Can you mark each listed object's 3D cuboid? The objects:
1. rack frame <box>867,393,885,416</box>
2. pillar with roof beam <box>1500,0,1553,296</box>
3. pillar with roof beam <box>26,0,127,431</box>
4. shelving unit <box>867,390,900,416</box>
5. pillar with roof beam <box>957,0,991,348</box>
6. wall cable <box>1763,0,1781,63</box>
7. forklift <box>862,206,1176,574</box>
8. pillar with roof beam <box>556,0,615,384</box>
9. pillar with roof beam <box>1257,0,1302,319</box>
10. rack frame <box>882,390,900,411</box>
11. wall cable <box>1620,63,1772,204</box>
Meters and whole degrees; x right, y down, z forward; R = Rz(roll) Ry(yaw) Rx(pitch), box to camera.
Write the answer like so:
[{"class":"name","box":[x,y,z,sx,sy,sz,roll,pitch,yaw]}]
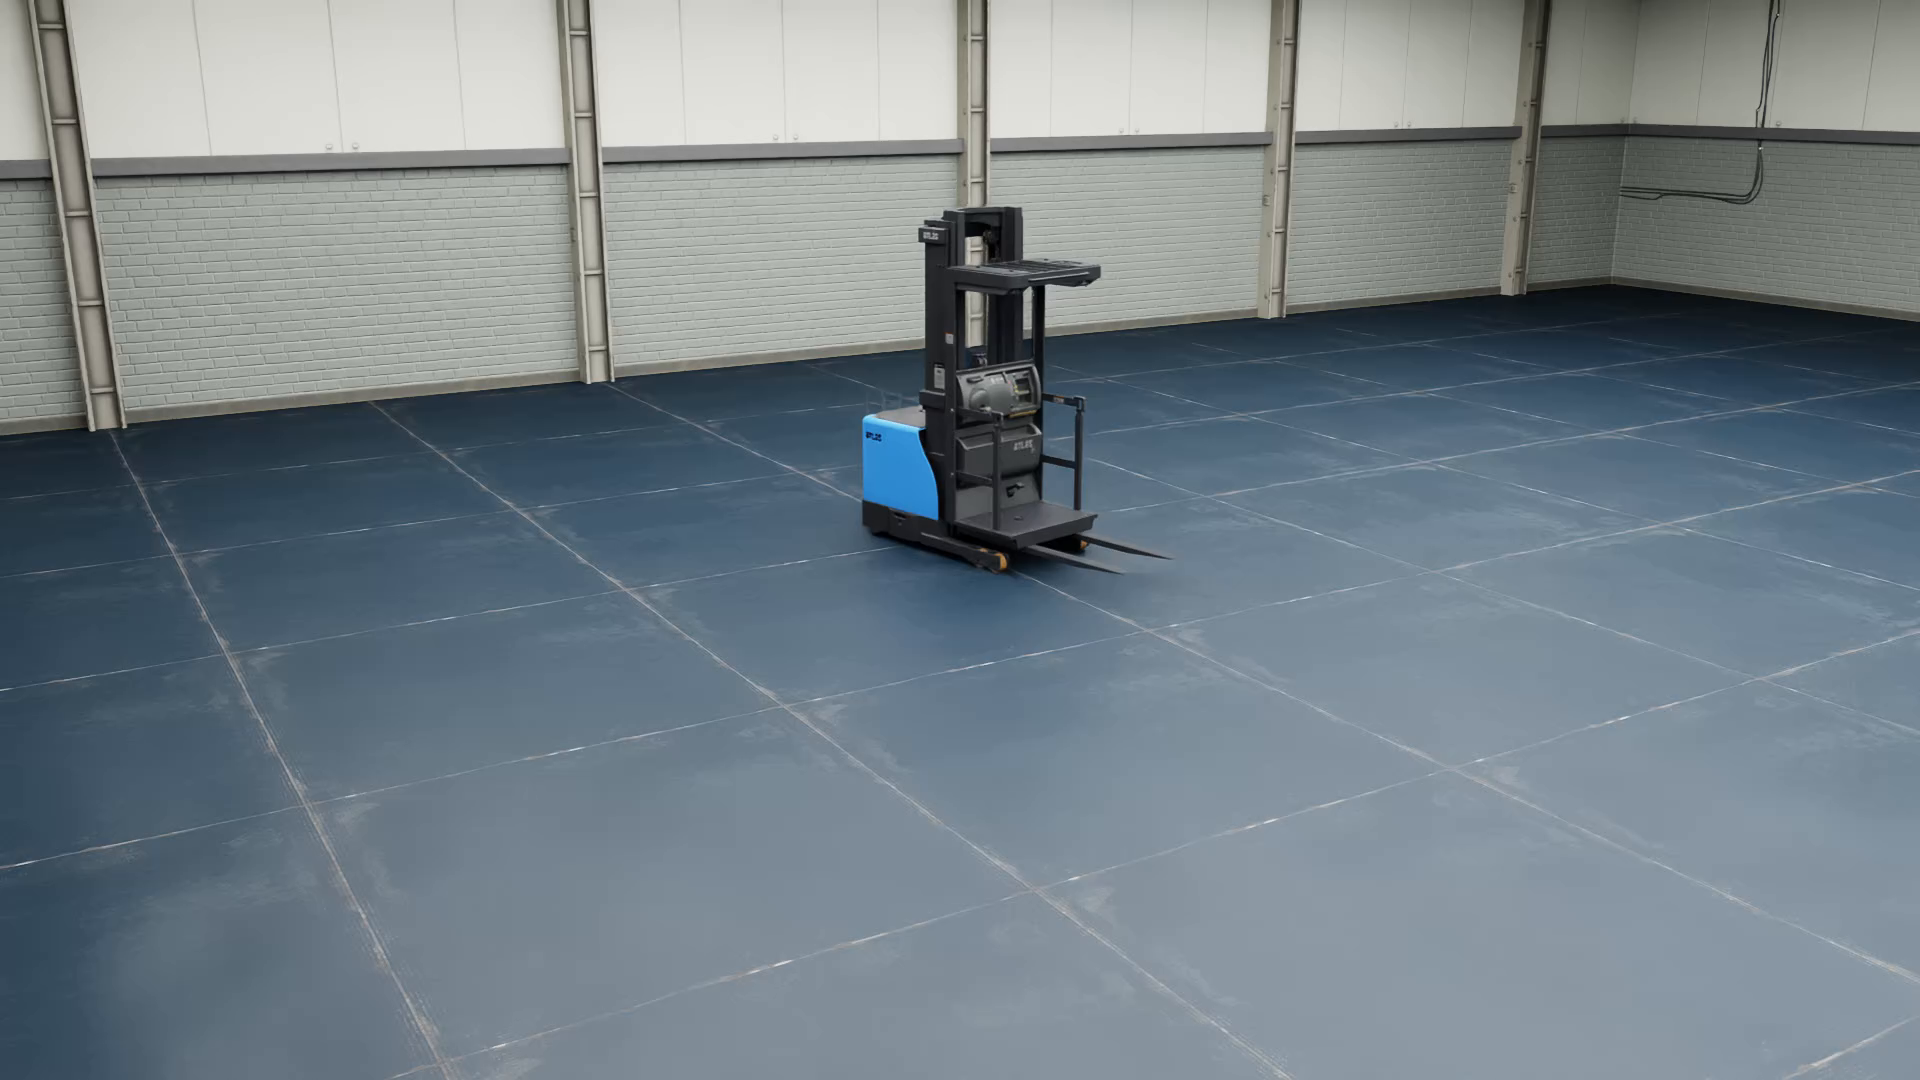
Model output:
[{"class":"rack frame","box":[-0.768,-0.754,15.376,0.006,1.200,0.240,-15,22,-43]},{"class":"pillar with roof beam","box":[12.707,-8.006,26.799,0.400,9.000,9.100,-9,18,-30]},{"class":"pillar with roof beam","box":[-7.865,-4.670,14.897,0.400,9.000,9.100,-9,18,-30]},{"class":"shelving unit","box":[-0.703,-0.771,15.438,0.189,1.200,0.258,-15,22,-43]},{"class":"pillar with roof beam","box":[2.421,-6.338,20.848,0.400,9.000,9.100,-9,18,-30]},{"class":"wall cable","box":[15.090,-9.416,28.226,0.112,2.526,3.097,-9,18,-30]},{"class":"forklift","box":[0.484,-1.291,14.087,1.130,2.935,3.031,-14,21,-41]},{"class":"pillar with roof beam","box":[-2.722,-5.504,17.873,0.400,9.000,9.100,-9,18,-30]},{"class":"pillar with roof beam","box":[7.564,-7.172,23.823,0.400,9.000,9.100,-9,18,-30]},{"class":"rack frame","box":[-0.638,-0.788,15.500,0.006,1.200,0.240,-15,22,-43]},{"class":"wall cable","box":[13.696,-7.611,31.141,0.112,2.526,3.097,-9,18,-30]}]
